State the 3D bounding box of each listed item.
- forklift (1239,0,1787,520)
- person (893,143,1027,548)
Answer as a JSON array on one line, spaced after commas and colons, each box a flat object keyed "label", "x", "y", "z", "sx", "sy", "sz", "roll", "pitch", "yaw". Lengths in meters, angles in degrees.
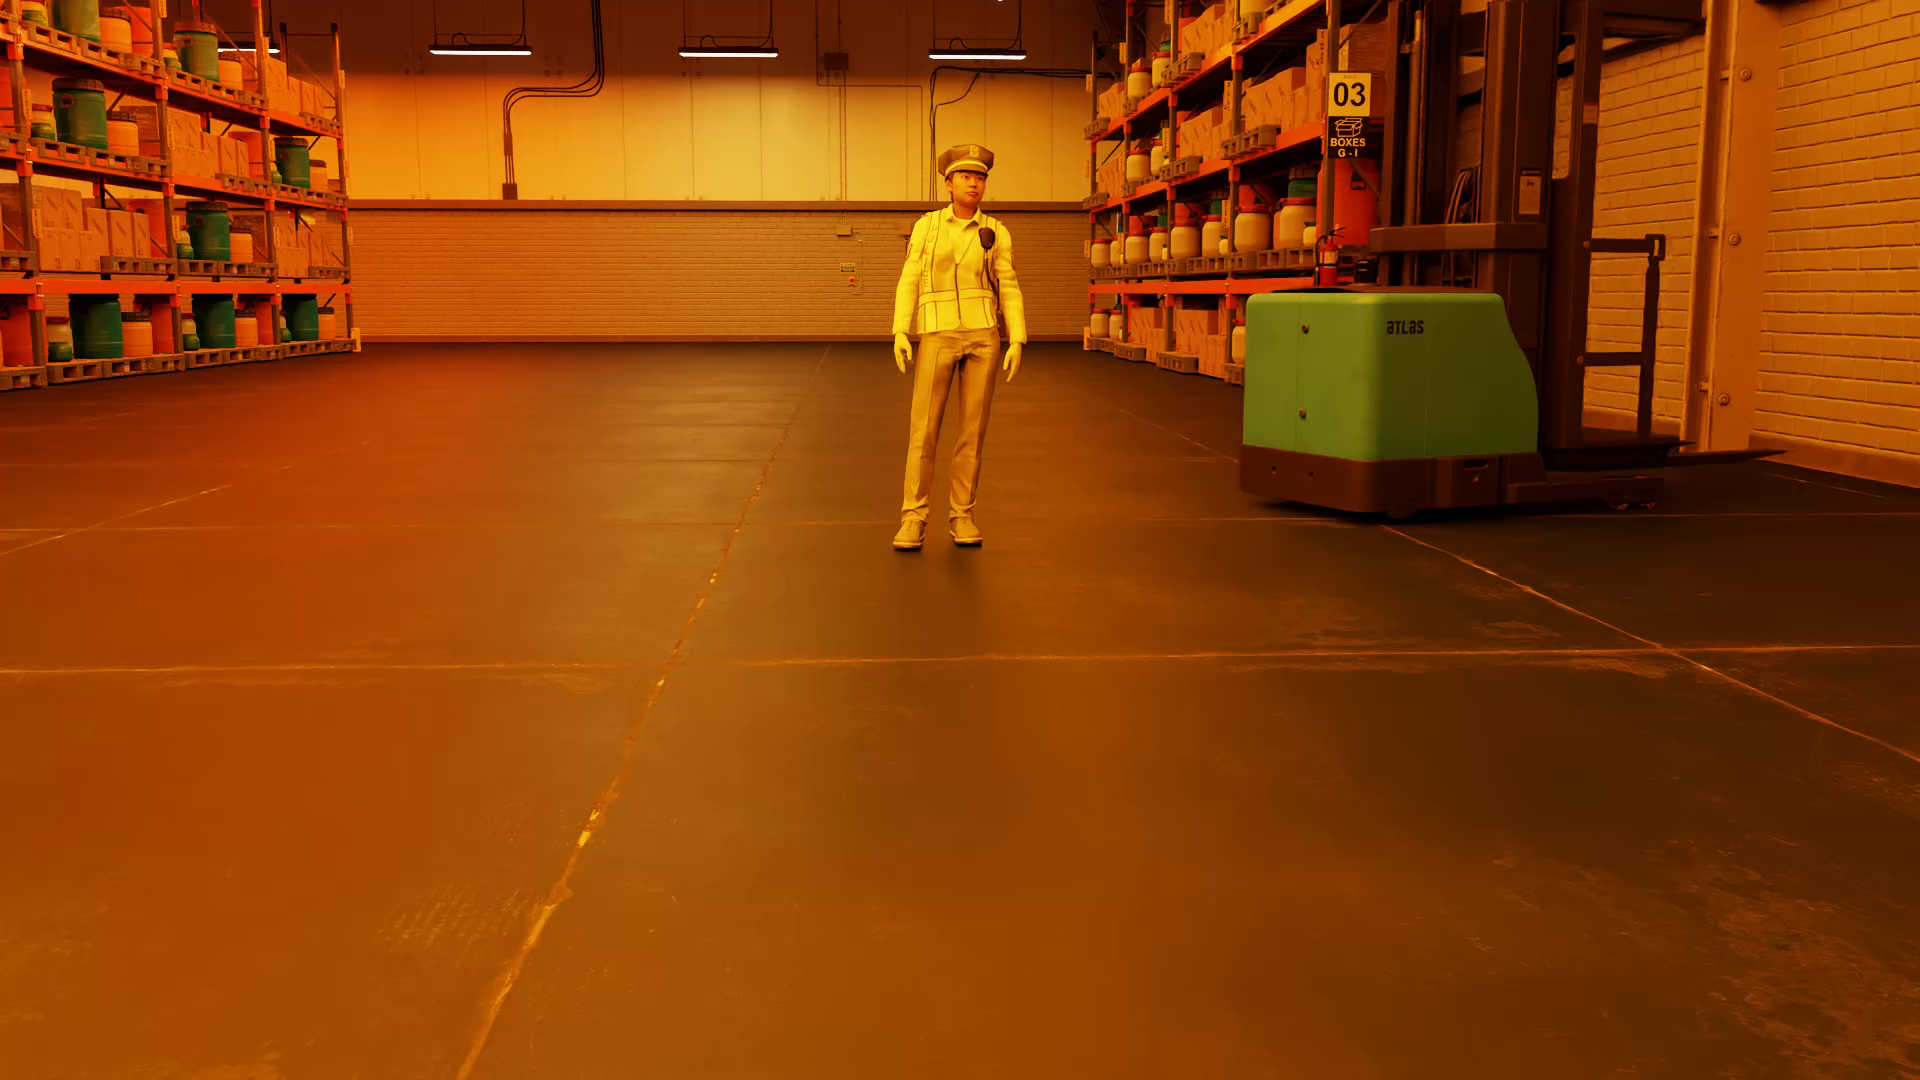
[{"label": "forklift", "x": 2.988, "y": -1.663, "z": 8.532, "sx": 3.031, "sy": 2.935, "sz": 1.130, "roll": -4, "pitch": 9, "yaw": -25}, {"label": "person", "x": -0.003, "y": -0.835, "z": 7.116, "sx": 0.586, "sy": 1.694, "sz": 0.532, "roll": -1, "pitch": 8, "yaw": -4}]
